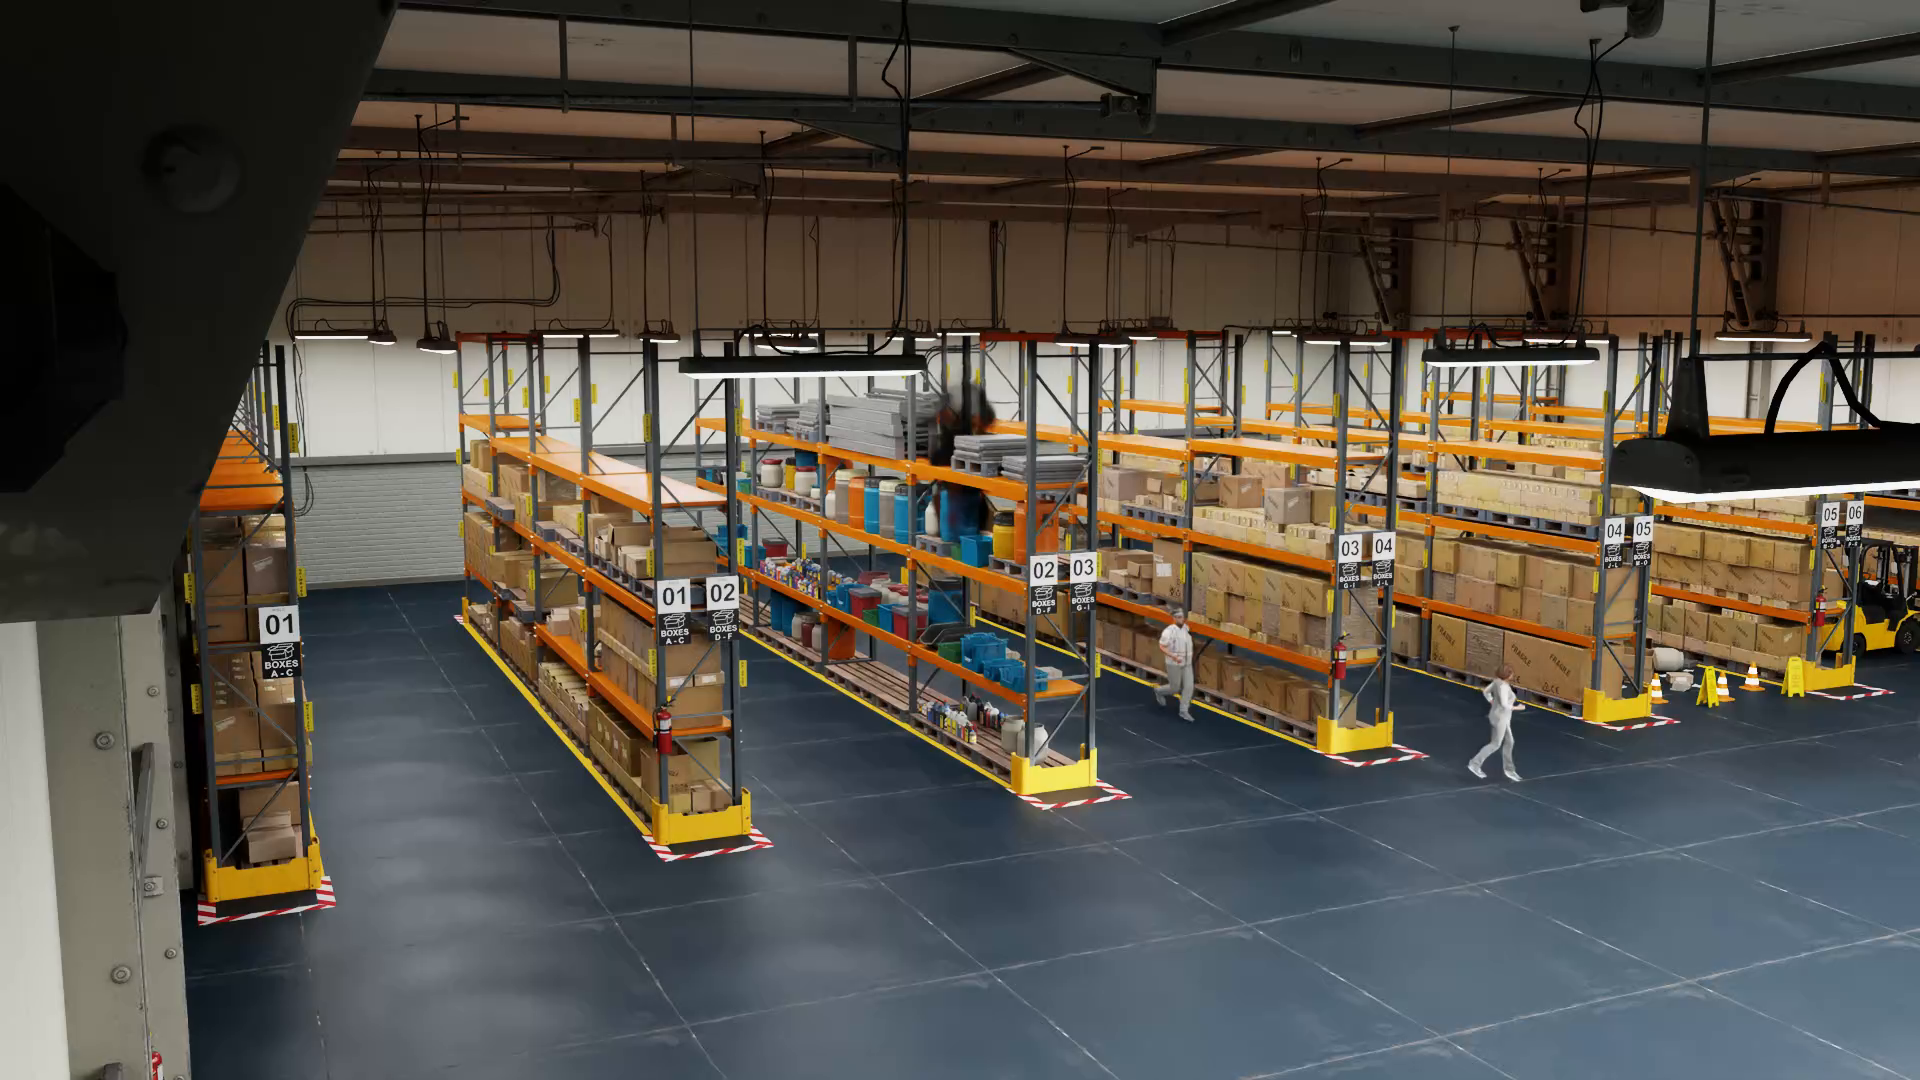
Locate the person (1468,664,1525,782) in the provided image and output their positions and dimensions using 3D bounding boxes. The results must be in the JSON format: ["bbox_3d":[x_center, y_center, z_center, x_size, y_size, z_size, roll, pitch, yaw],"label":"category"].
[{"bbox_3d":[7.325,2.496,22.666,0.748,1.634,0.558,1,8,10],"label":"person"}]

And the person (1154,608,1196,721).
[{"bbox_3d":[3.440,1.935,26.340,0.663,1.772,0.816,-5,9,-30],"label":"person"}]
